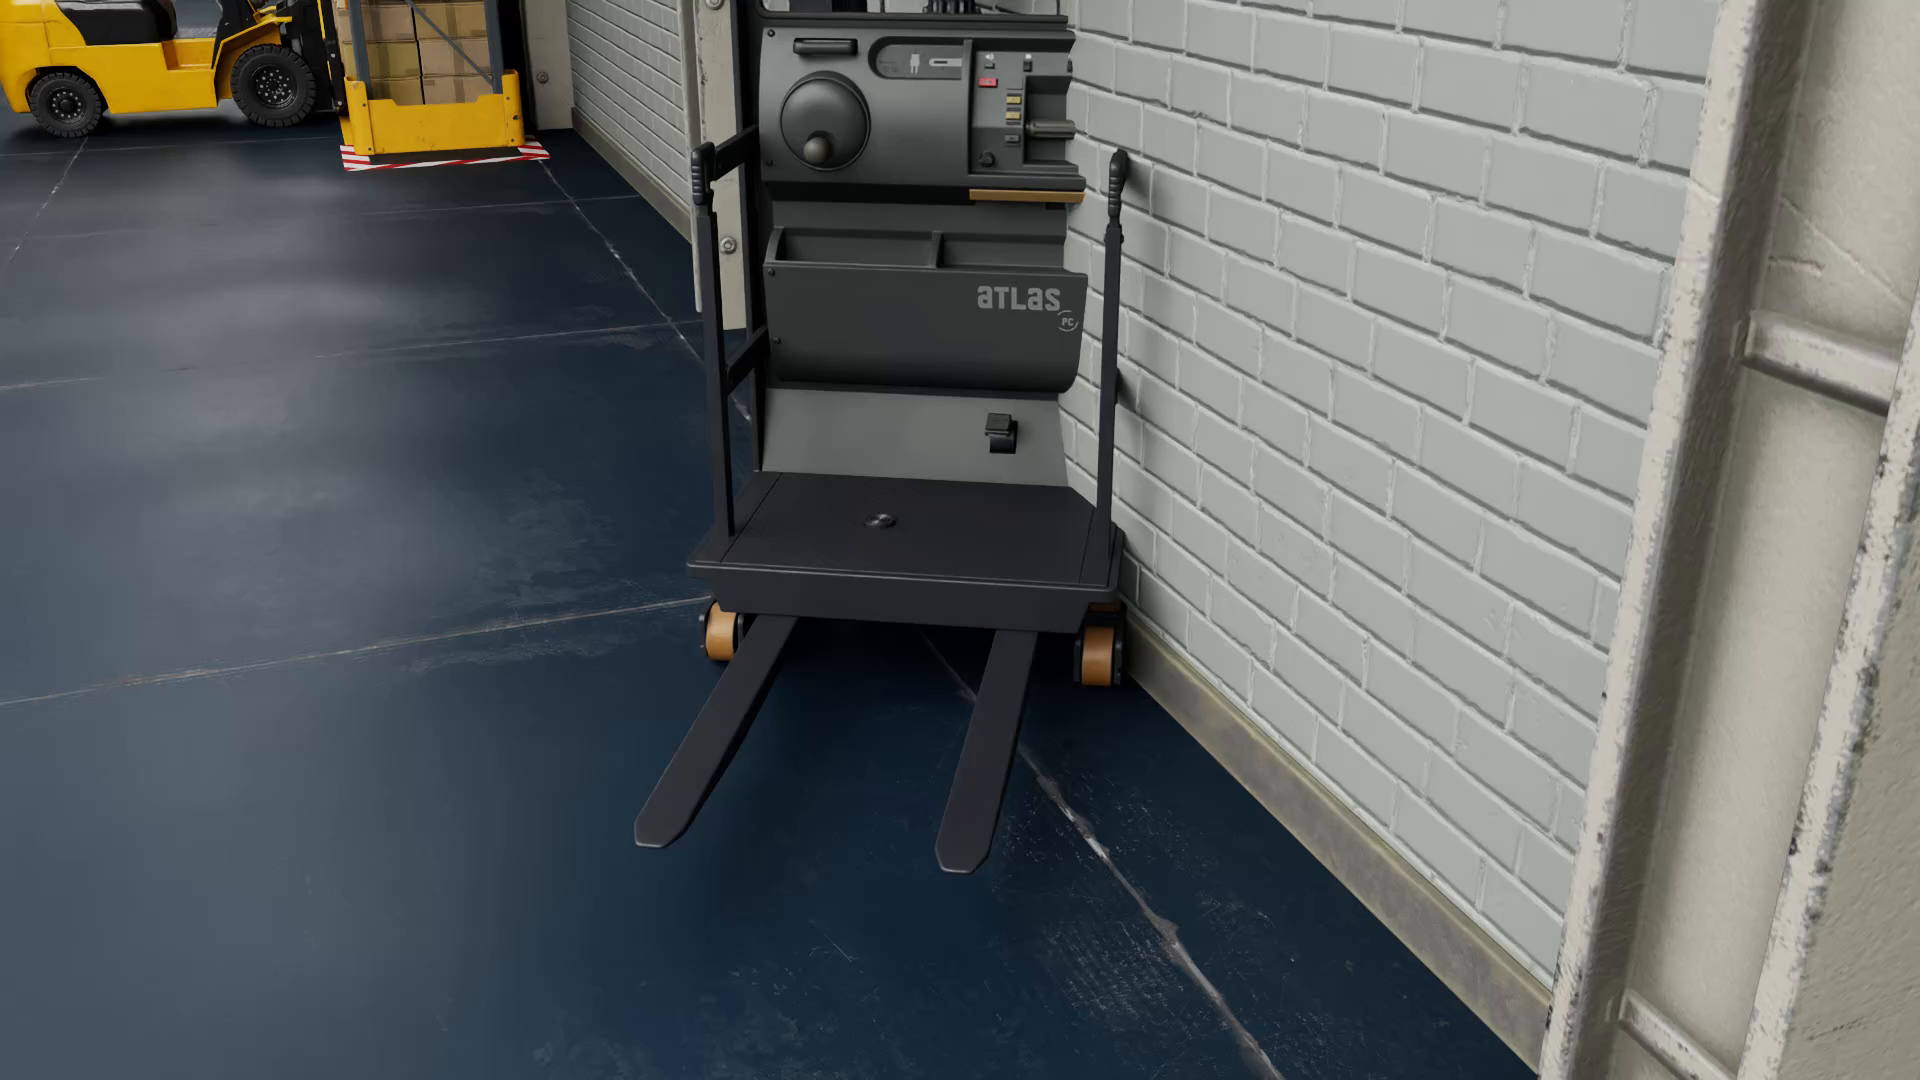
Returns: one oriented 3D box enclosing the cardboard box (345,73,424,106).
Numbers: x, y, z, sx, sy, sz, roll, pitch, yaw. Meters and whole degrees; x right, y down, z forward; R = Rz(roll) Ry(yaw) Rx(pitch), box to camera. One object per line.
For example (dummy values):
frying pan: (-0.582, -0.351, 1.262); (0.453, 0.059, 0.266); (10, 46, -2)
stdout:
cardboard box: (-4.208, -3.275, 12.158); (0.500, 0.250, 0.500); (-8, 24, -19)

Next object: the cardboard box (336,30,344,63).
cardboard box: (-4.580, -3.881, 12.951); (0.500, 0.250, 0.500); (-9, 24, -20)

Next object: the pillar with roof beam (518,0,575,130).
pillar with roof beam: (-7.176, -6.772, 9.730); (9.100, 9.000, 0.400); (-8, 24, -19)

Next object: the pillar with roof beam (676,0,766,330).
pillar with roof beam: (-5.057, -4.592, 4.558); (9.100, 9.000, 0.400); (-8, 24, -19)

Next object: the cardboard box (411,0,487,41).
cardboard box: (-3.739, -3.809, 12.138); (0.500, 0.250, 0.500); (-9, 24, -20)

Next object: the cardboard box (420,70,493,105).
cardboard box: (-3.737, -3.353, 12.343); (0.500, 0.250, 0.500); (-8, 24, -19)

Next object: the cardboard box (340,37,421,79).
cardboard box: (-4.211, -3.512, 12.077); (0.500, 0.250, 0.500); (-9, 24, -20)

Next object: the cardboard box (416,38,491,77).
cardboard box: (-3.718, -3.577, 12.232); (0.500, 0.250, 0.500); (-8, 24, -18)

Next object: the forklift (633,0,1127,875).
forklift: (-0.090, -1.111, 4.113); (1.130, 2.935, 3.031); (3, 23, 8)

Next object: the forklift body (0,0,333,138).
forklift body: (-6.123, -4.269, 12.609); (2.313, 2.155, 1.214); (-8, 24, -19)

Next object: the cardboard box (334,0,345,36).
cardboard box: (-4.386, -3.918, 12.395); (0.500, 0.250, 0.500); (-8, 24, -18)

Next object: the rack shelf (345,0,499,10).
rack shelf: (-4.453, -4.616, 13.267); (1.077, 0.370, 4.000); (-8, 24, -19)

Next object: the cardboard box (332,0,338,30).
cardboard box: (-4.574, -4.100, 12.827); (0.500, 0.250, 0.500); (-8, 24, -18)

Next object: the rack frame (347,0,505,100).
rack frame: (-3.746, -4.221, 11.403); (1.000, 3.000, 0.127); (-8, 24, -19)

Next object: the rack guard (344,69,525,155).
rack guard: (-3.738, -3.061, 11.868); (1.175, 0.500, 0.348); (-8, 24, -19)

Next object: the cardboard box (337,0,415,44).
cardboard box: (-4.201, -3.733, 11.957); (0.500, 0.250, 0.500); (-8, 24, -17)

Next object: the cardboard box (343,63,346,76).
cardboard box: (-4.747, -3.826, 13.464); (0.500, 0.250, 0.500); (-8, 24, -17)
